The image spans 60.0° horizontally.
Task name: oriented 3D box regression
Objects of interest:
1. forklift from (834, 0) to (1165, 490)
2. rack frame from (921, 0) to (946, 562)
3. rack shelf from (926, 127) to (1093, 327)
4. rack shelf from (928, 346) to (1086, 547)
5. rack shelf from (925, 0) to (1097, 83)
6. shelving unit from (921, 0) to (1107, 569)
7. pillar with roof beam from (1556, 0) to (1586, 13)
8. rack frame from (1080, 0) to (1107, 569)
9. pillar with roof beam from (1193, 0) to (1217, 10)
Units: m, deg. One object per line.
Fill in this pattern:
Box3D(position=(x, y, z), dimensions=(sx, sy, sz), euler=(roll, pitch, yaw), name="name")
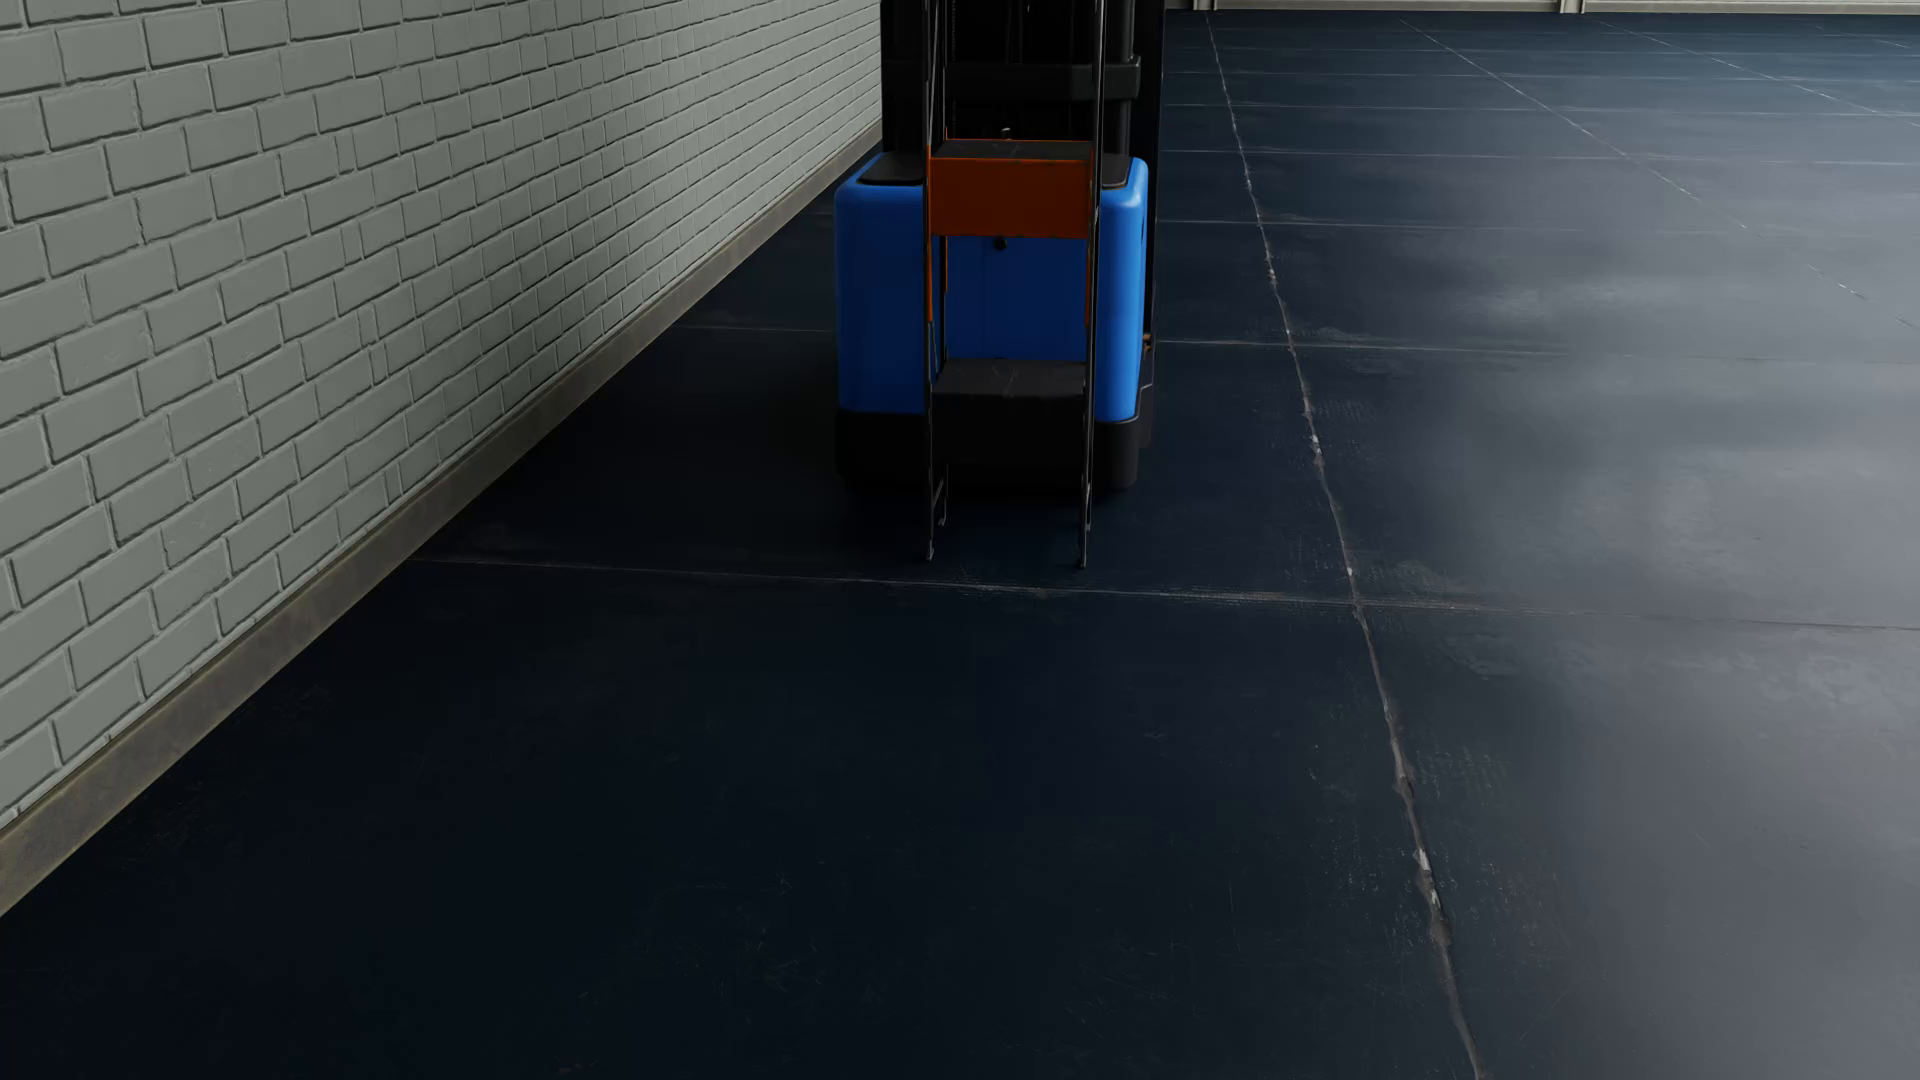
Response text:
Box3D(position=(0.270, -2.038, 6.609), dimensions=(1.130, 2.935, 3.031), euler=(3, 22, 7), name="forklift")
Box3D(position=(-0.078, -0.980, 5.062), dimensions=(0.015, 2.100, 0.400), euler=(2, 22, 6), name="rack frame")
Box3D(position=(0.164, -0.957, 5.041), dimensions=(0.480, 0.518, 0.431), euler=(2, 22, 6), name="rack shelf")
Box3D(position=(0.164, -0.306, 5.298), dimensions=(0.480, 0.518, 0.431), euler=(2, 22, 6), name="rack shelf")
Box3D(position=(0.164, -1.608, 4.783), dimensions=(0.480, 0.518, 0.431), euler=(2, 22, 6), name="rack shelf")
Box3D(position=(0.164, -0.969, 5.036), dimensions=(0.503, 2.100, 0.431), euler=(2, 22, 6), name="shelving unit")
Box3D(position=(9.605, -11.359, 21.932), dimensions=(0.400, 9.000, 9.100), euler=(2, 22, 6), name="pillar with roof beam")
Box3D(position=(0.407, -0.959, 5.009), dimensions=(0.015, 2.100, 0.400), euler=(2, 22, 6), name="rack frame")
Box3D(position=(3.647, -11.619, 22.589), dimensions=(0.400, 9.000, 9.100), euler=(2, 22, 6), name="pillar with roof beam")
